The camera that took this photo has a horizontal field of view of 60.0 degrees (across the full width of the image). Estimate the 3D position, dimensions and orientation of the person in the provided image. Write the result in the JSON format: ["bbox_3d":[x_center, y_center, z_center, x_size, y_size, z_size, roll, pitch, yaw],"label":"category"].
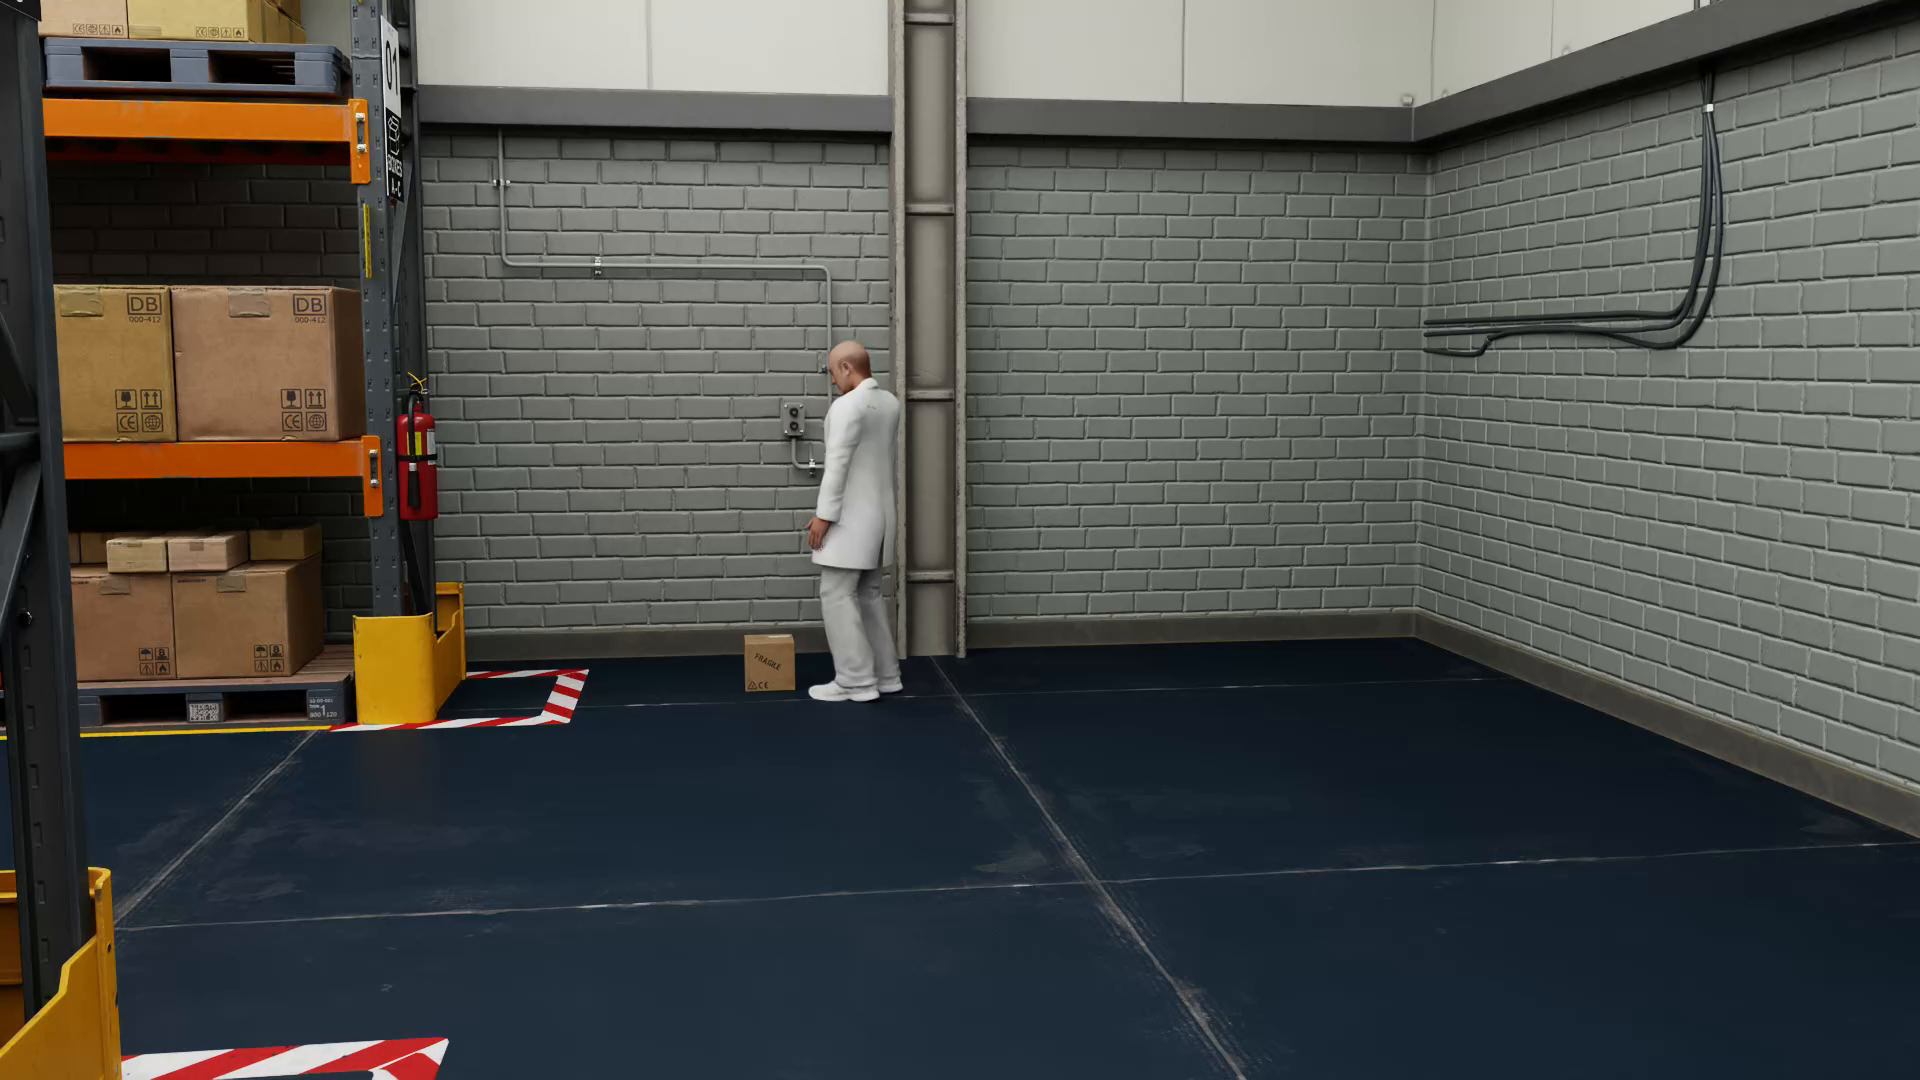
[{"bbox_3d":[-0.529,-0.092,8.219,0.381,1.769,0.567,3,7,25],"label":"person"}]
